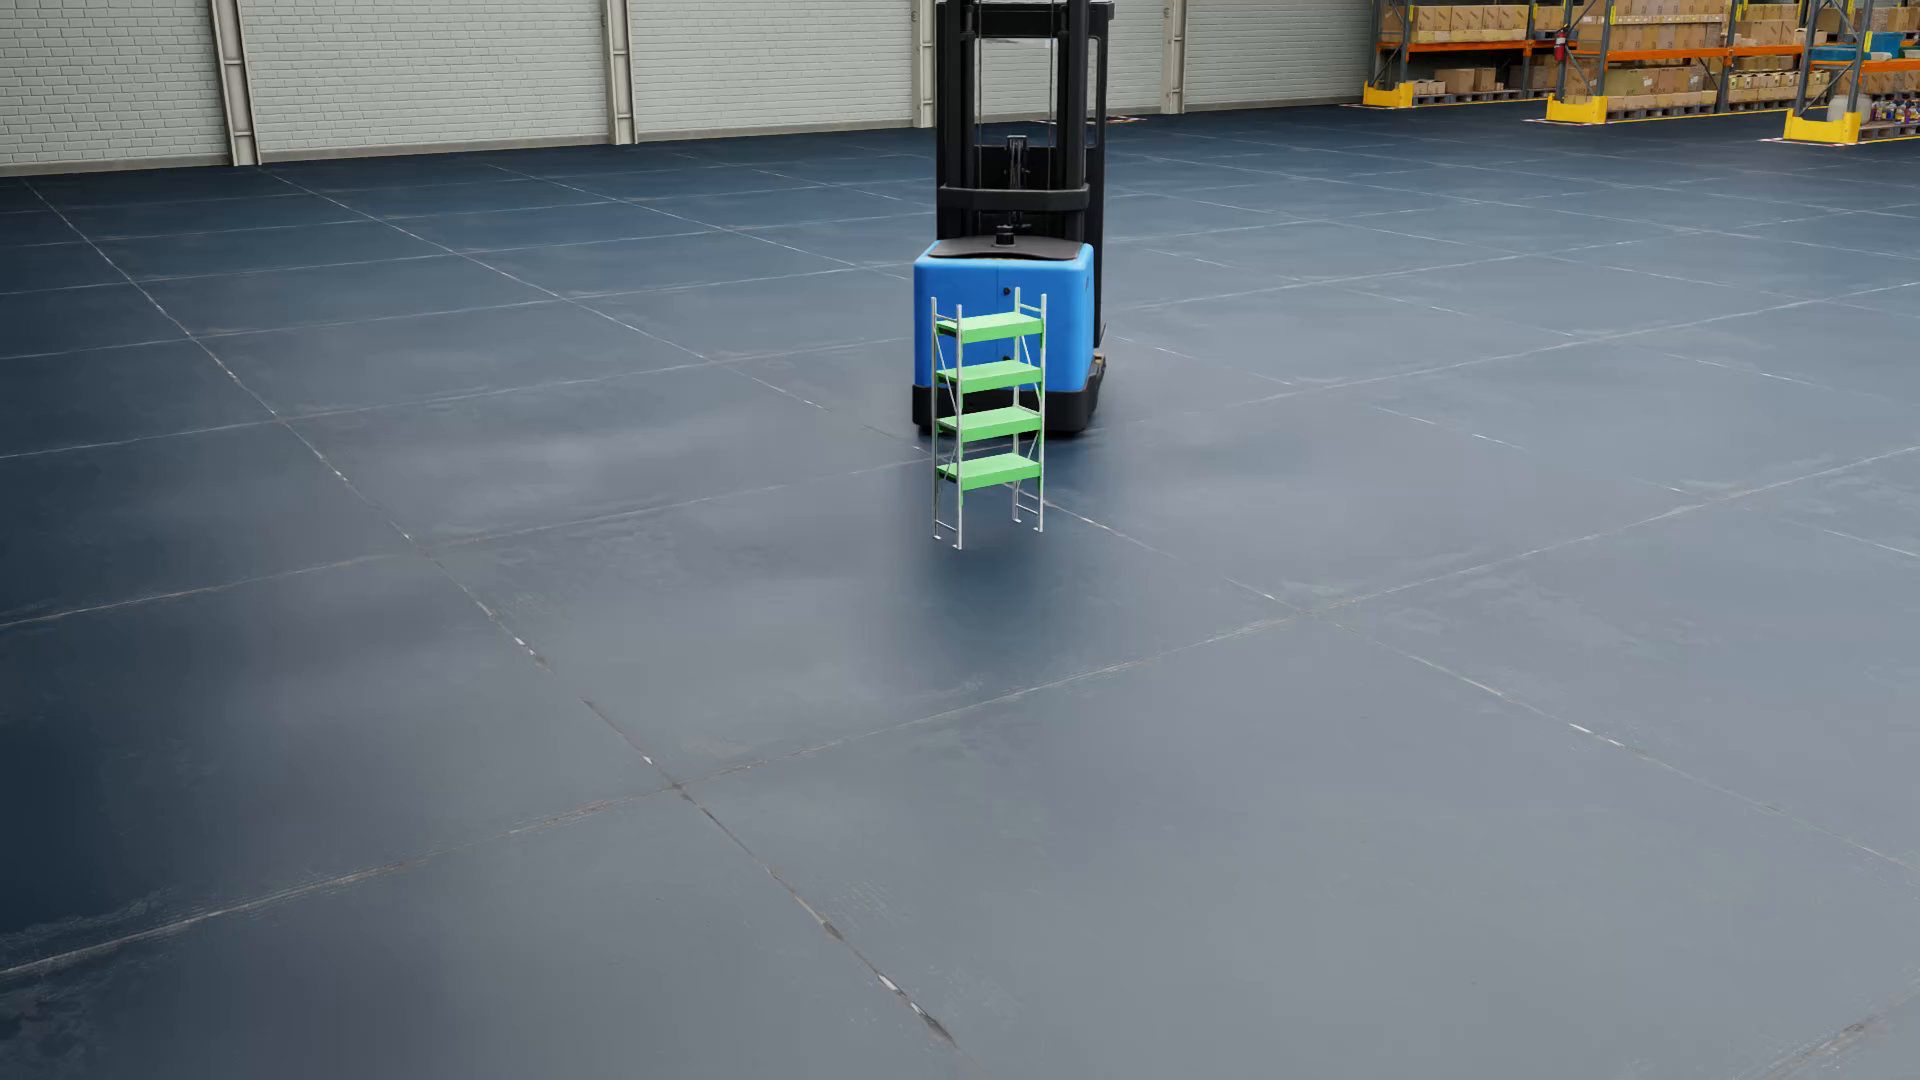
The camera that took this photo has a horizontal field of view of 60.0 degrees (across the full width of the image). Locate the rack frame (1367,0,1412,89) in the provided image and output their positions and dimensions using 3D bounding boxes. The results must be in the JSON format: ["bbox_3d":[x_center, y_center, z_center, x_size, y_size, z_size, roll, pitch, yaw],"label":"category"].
[{"bbox_3d":[9.266,-10.906,35.820,0.127,3.000,1.000,-12,22,-31],"label":"rack frame"}]

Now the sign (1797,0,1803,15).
[{"bbox_3d":[18.369,-11.645,36.322,0.005,0.325,0.100,-12,22,-31],"label":"sign"}]

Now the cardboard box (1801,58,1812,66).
[{"bbox_3d":[22.099,-12.589,44.045,0.500,0.500,0.700,-12,22,-31],"label":"cardboard box"}]

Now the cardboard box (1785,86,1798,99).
[{"bbox_3d":[17.520,-9.549,35.445,0.500,0.250,0.500,-11,22,-30],"label":"cardboard box"}]

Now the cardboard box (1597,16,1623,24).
[{"bbox_3d":[12.440,-9.948,31.816,0.250,0.149,0.380,-12,22,-32],"label":"cardboard box"}]

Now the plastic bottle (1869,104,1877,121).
[{"bbox_3d":[16.292,-7.627,29.675,0.133,0.283,0.061,-12,22,-31],"label":"plastic bottle"}]

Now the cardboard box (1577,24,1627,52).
[{"bbox_3d":[12.391,-9.708,32.119,0.500,0.500,0.700,-12,22,-31],"label":"cardboard box"}]

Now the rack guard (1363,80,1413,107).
[{"bbox_3d":[9.329,-9.735,36.260,0.348,0.500,1.175,-12,22,-31],"label":"rack guard"}]

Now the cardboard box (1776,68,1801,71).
[{"bbox_3d":[18.076,-10.139,36.313,0.500,0.311,0.500,-11,22,-30],"label":"cardboard box"}]

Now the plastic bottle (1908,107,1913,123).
[{"bbox_3d":[16.687,-7.468,29.224,0.097,0.271,0.097,0,19,0],"label":"plastic bottle"}]

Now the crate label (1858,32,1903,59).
[{"bbox_3d":[16.103,-8.669,29.149,0.616,0.435,0.502,-12,22,-31],"label":"crate label"}]

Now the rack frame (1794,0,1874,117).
[{"bbox_3d":[14.715,-8.256,27.981,0.127,3.000,1.000,-12,22,-31],"label":"rack frame"}]

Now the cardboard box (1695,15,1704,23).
[{"bbox_3d":[14.581,-10.399,33.152,0.250,0.149,0.380,-12,22,-32],"label":"cardboard box"}]

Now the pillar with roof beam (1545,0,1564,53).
[{"bbox_3d":[16.754,-14.008,35.628,0.400,9.000,9.100,-12,22,-31],"label":"pillar with roof beam"}]

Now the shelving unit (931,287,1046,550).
[{"bbox_3d":[0.138,-0.598,8.139,0.503,1.200,0.258,-12,22,-31],"label":"shelving unit"}]

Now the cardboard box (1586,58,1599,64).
[{"bbox_3d":[14.864,-11.470,39.534,0.500,0.250,0.500,-11,22,-30],"label":"cardboard box"}]

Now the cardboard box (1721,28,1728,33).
[{"bbox_3d":[18.964,-12.724,41.559,0.250,0.149,0.380,-11,22,-30],"label":"cardboard box"}]

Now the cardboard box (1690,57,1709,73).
[{"bbox_3d":[18.076,-11.893,41.442,0.750,0.750,0.750,-11,22,-30],"label":"cardboard box"}]

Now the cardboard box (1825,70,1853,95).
[{"bbox_3d":[19.212,-10.018,36.411,0.500,0.500,0.500,-11,22,-29],"label":"cardboard box"}]

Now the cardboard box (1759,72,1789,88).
[{"bbox_3d":[17.100,-9.725,35.090,0.500,0.311,0.500,-11,22,-30],"label":"cardboard box"}]

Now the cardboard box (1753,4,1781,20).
[{"bbox_3d":[20.363,-13.380,42.669,0.700,0.700,0.980,-13,22,-33],"label":"cardboard box"}]

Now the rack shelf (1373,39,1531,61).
[{"bbox_3d":[10.936,-10.917,36.977,4.000,0.370,1.077,-12,22,-31],"label":"rack shelf"}]

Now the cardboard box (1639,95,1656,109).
[{"bbox_3d":[13.397,-8.690,32.902,0.500,0.250,0.500,-12,22,-31],"label":"cardboard box"}]

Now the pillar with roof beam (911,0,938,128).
[{"bbox_3d":[1.720,-10.837,26.250,0.400,9.000,9.100,-12,22,-31],"label":"pillar with roof beam"}]

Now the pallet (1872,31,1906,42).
[{"bbox_3d":[20.297,-11.243,37.118,1.213,0.211,1.003,-12,22,-31],"label":"pallet"}]

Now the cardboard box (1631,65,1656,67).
[{"bbox_3d":[13.940,-9.363,33.724,0.500,0.500,0.500,-12,22,-31],"label":"cardboard box"}]

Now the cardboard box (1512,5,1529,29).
[{"bbox_3d":[12.382,-11.738,37.313,0.500,0.500,0.500,-12,22,-32],"label":"cardboard box"}]

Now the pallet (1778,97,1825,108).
[{"bbox_3d":[17.966,-9.535,36.119,1.213,0.211,1.003,-12,22,-31],"label":"pallet"}]

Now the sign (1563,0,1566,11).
[{"bbox_3d":[11.707,-10.390,32.115,0.005,0.325,0.100,-12,22,-31],"label":"sign"}]

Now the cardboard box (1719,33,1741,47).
[{"bbox_3d":[15.721,-10.313,34.301,0.500,0.250,0.500,-10,21,-28],"label":"cardboard box"}]

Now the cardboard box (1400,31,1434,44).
[{"bbox_3d":[9.848,-10.845,35.844,0.500,0.250,0.500,-13,22,-33],"label":"cardboard box"}]

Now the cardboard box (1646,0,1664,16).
[{"bbox_3d":[13.292,-10.515,32.481,0.500,0.500,0.700,-12,22,-31],"label":"cardboard box"}]

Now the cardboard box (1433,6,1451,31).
[{"bbox_3d":[10.248,-11.287,35.981,0.500,0.500,0.500,-12,22,-31],"label":"cardboard box"}]

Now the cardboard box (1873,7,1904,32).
[{"bbox_3d":[20.574,-11.614,37.102,0.700,0.500,0.500,16,24,39],"label":"cardboard box"}]

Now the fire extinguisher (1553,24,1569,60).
[{"bbox_3d":[11.639,-9.648,32.221,0.183,0.674,0.296,-12,22,-31],"label":"fire extinguisher"}]

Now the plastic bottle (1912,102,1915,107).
[{"bbox_3d":[17.352,-7.850,30.337,0.133,0.283,0.061,-12,22,-31],"label":"plastic bottle"}]

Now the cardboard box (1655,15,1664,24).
[{"bbox_3d":[13.514,-10.175,32.489,0.250,0.149,0.380,-12,22,-32],"label":"cardboard box"}]

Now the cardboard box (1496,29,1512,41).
[{"bbox_3d":[11.957,-11.299,37.185,0.500,0.250,0.500,-12,22,-31],"label":"cardboard box"}]

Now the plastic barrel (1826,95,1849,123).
[{"bbox_3d":[15.222,-7.413,28.716,0.421,0.512,0.421,0,19,0],"label":"plastic barrel"}]

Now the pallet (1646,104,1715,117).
[{"bbox_3d":[14.647,-8.836,34.052,1.213,0.211,1.003,-12,22,-31],"label":"pallet"}]

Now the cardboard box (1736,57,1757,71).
[{"bbox_3d":[19.969,-12.138,42.713,0.500,0.500,0.700,-12,22,-31],"label":"cardboard box"}]

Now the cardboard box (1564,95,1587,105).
[{"bbox_3d":[12.279,-8.651,32.789,0.500,0.250,0.500,-12,22,-31],"label":"cardboard box"}]

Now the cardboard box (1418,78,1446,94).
[{"bbox_3d":[10.370,-10.039,36.766,0.500,0.311,0.500,-10,21,-27],"label":"cardboard box"}]

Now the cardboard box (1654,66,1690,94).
[{"bbox_3d":[14.228,-9.223,33.310,0.500,0.500,0.500,-12,22,-31],"label":"cardboard box"}]

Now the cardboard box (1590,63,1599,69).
[{"bbox_3d":[14.881,-11.139,39.725,0.500,0.500,0.700,-12,22,-31],"label":"cardboard box"}]

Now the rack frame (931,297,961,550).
[{"bbox_3d":[-0.066,-0.555,8.012,0.015,1.200,0.240,-12,22,-31],"label":"rack frame"}]

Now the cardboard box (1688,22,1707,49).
[{"bbox_3d":[14.530,-10.159,33.454,0.500,0.500,0.700,-12,22,-32],"label":"cardboard box"}]

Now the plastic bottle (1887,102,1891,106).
[{"bbox_3d":[16.835,-7.800,30.186,0.133,0.283,0.061,-11,21,-29],"label":"plastic bottle"}]

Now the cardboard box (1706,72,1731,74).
[{"bbox_3d":[15.946,-9.689,34.984,0.500,0.311,0.500,-11,22,-30],"label":"cardboard box"}]

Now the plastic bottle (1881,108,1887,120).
[{"bbox_3d":[16.588,-7.646,29.861,0.097,0.201,0.097,0,19,0],"label":"plastic bottle"}]

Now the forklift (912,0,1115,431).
[{"bbox_3d":[0.425,-2.471,10.976,1.130,2.935,3.031,3,19,7],"label":"forklift"}]

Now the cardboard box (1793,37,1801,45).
[{"bbox_3d":[17.641,-10.632,35.402,0.250,0.149,0.380,-10,21,-27],"label":"cardboard box"}]

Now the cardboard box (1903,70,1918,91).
[{"bbox_3d":[21.344,-10.471,37.750,0.500,0.500,0.500,-12,22,-31],"label":"cardboard box"}]

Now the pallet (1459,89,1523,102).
[{"bbox_3d":[12.065,-10.162,37.972,1.213,0.211,1.003,-12,22,-31],"label":"pallet"}]
